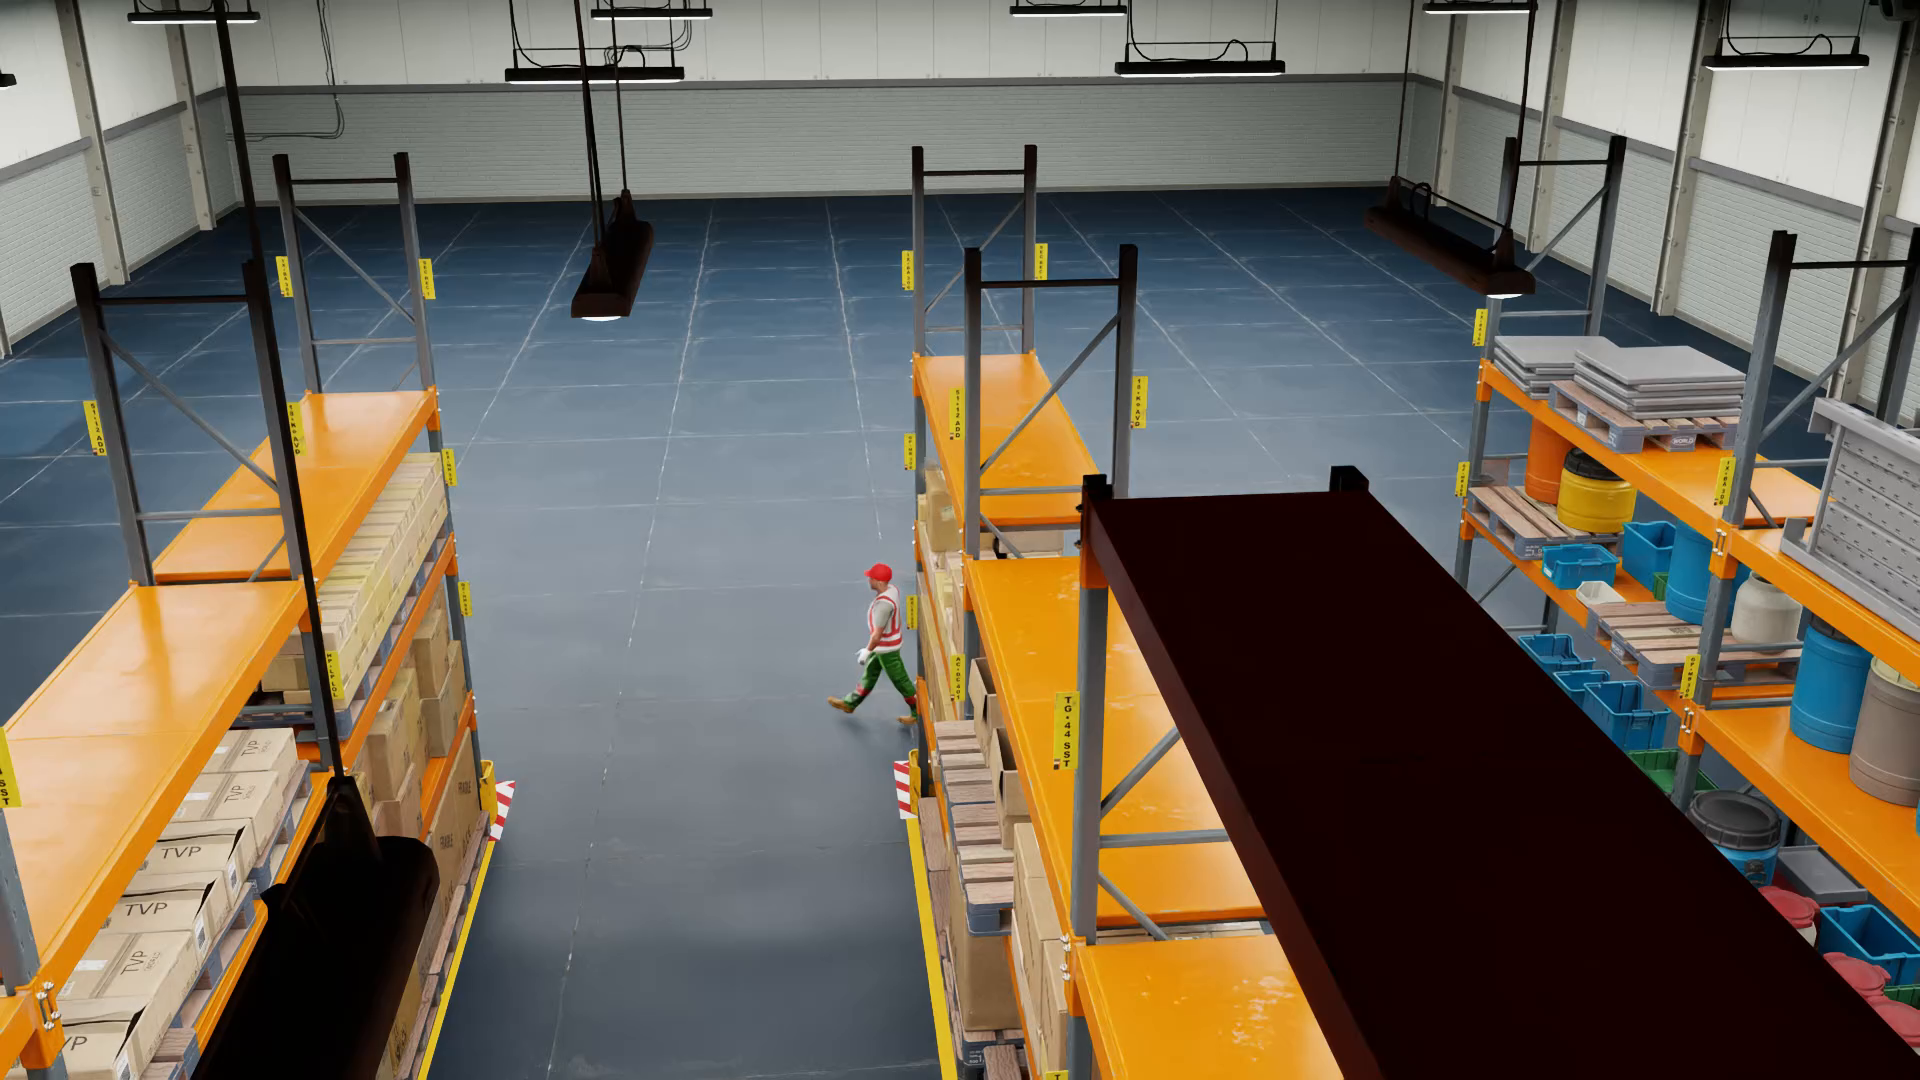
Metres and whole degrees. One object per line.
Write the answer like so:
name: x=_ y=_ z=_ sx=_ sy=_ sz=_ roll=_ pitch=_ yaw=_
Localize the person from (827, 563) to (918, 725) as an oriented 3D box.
person: x=-0.844 y=1.029 z=16.609 sx=1.038 sy=1.726 sz=0.576 roll=0 pitch=22 yaw=-1
